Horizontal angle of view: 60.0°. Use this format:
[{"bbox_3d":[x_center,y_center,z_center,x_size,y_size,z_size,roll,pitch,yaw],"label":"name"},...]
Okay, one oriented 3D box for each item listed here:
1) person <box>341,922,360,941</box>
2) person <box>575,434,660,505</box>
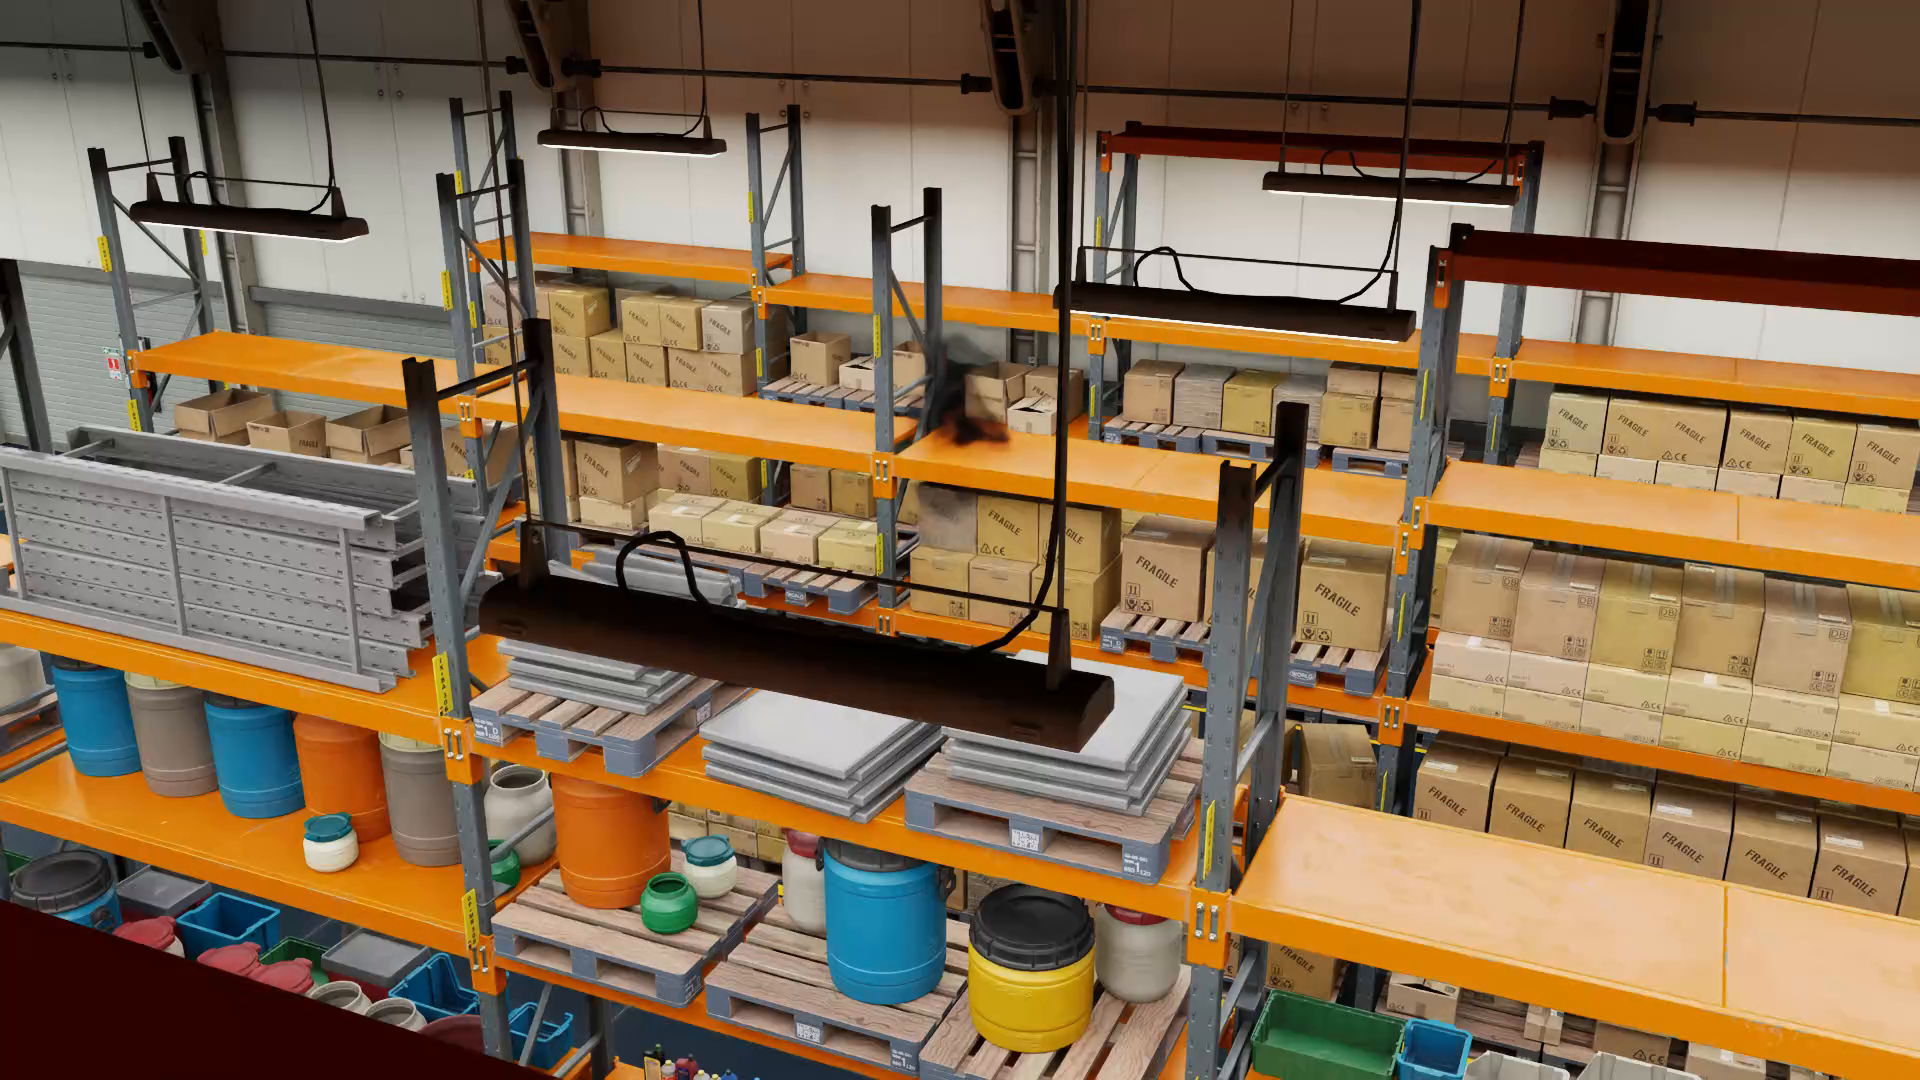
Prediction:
[{"bbox_3d":[-4.481,2.849,12.687,0.805,1.698,0.588,10,23,25],"label":"person"},{"bbox_3d":[-10.385,2.835,9.689,18.667,3.678,5.912,-8,22,-20],"label":"person"}]
